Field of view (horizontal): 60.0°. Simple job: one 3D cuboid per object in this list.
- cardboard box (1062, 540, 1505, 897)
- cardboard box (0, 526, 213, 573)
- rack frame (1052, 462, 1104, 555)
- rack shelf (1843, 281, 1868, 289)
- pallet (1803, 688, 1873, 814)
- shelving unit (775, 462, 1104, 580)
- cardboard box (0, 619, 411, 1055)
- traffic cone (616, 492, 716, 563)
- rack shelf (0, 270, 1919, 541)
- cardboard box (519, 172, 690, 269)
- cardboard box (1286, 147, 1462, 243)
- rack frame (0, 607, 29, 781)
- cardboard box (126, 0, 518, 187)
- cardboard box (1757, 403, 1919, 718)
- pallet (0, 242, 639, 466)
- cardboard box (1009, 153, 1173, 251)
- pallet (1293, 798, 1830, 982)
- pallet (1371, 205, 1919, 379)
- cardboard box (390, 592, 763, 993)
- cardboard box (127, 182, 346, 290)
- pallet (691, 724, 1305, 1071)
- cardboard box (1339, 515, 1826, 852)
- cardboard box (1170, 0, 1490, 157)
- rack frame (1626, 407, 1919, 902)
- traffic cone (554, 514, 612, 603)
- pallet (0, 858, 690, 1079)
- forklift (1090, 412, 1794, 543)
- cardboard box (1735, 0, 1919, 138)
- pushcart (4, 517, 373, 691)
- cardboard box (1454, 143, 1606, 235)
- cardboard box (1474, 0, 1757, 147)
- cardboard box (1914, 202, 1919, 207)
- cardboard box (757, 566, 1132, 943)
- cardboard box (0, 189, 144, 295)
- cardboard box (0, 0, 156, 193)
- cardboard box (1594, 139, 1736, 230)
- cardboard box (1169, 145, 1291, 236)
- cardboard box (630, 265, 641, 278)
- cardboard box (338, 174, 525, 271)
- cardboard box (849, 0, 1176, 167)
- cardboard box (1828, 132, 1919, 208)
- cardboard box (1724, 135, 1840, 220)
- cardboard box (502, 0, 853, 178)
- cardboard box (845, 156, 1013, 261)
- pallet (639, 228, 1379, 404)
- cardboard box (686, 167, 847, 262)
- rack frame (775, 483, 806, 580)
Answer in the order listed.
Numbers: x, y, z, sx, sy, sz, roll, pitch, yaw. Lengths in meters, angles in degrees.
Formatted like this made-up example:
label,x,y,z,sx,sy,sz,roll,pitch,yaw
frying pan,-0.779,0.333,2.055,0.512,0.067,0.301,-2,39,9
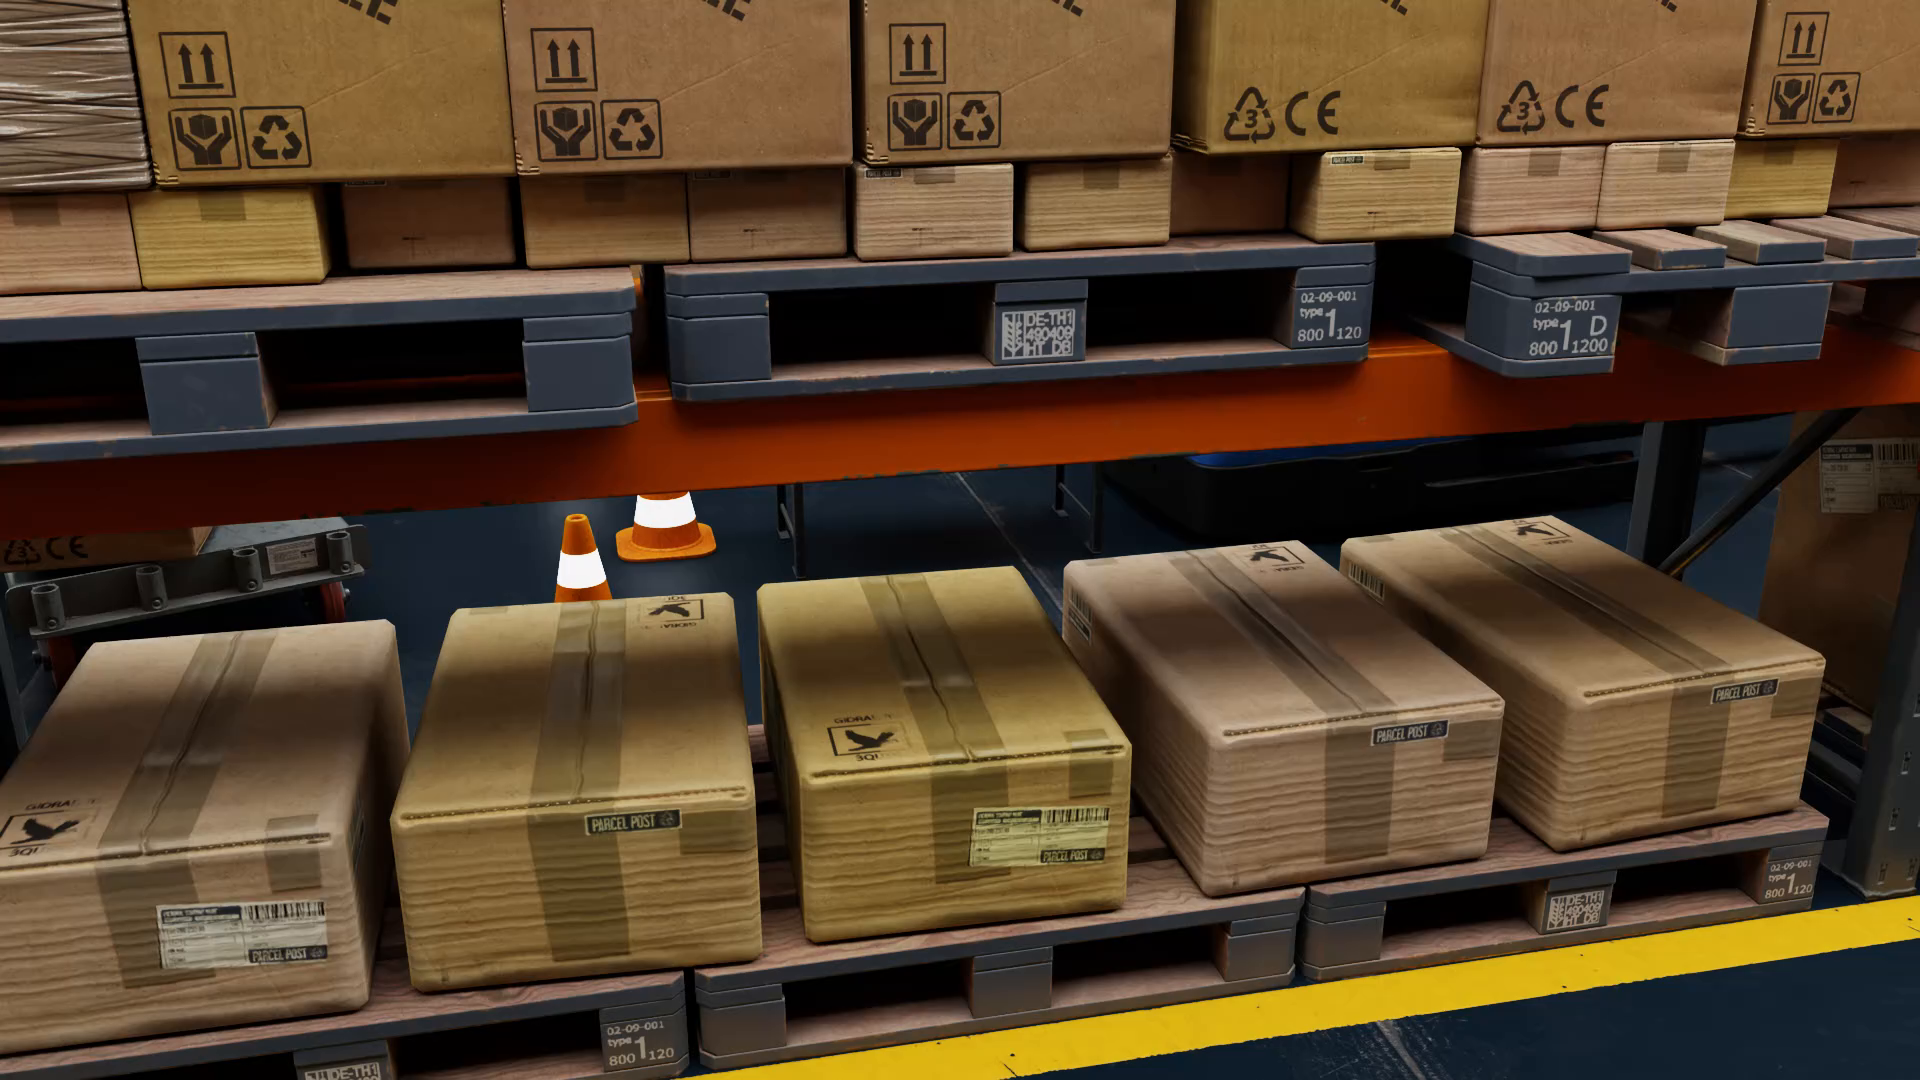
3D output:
label,x,y,z,sx,sy,sz,roll,pitch,yaw
cardboard box,0.666,0.352,3.701,0.625,0.372,0.950,-5,21,-14
cardboard box,-2.398,-0.245,4.657,0.500,0.500,0.500,-5,21,-12
rack frame,0.412,-0.738,5.648,0.032,1.500,0.500,-5,21,-12
rack shelf,3.880,-0.607,4.157,4.000,0.370,1.077,-5,21,-12
pallet,2.719,0.485,4.182,1.213,0.211,1.003,-5,21,-12
shelving unit,-0.083,-0.697,5.538,1.048,1.500,0.538,-5,21,-12
cardboard box,-1.449,0.524,3.232,0.625,0.372,0.950,-4,21,-12
traffic cone,-1.022,-0.203,5.697,0.334,0.463,0.336,-5,21,-12
rack shelf,-0.012,-0.291,3.293,4.000,0.370,1.077,-5,21,-12
cardboard box,-0.585,-0.559,2.733,0.250,0.149,0.380,-4,21,-12
cardboard box,0.678,-0.637,2.948,0.250,0.149,0.380,-4,21,-12
rack frame,-1.959,-0.470,2.737,0.127,3.000,1.000,-5,21,-12
cardboard box,-0.949,-0.835,2.544,0.500,0.500,0.500,-5,21,-12
cardboard box,2.625,-0.013,3.968,0.875,0.875,0.875,-5,21,-13
pallet,-1.181,-0.392,2.802,1.213,0.211,1.003,-5,21,-12
cardboard box,0.179,-0.612,2.879,0.250,0.149,0.380,-5,21,-14
pallet,1.173,0.584,3.913,1.213,0.211,1.003,-5,21,-12
pallet,1.265,-0.605,3.383,1.003,0.211,1.213,-5,21,-12
cardboard box,-0.750,0.466,3.391,0.625,0.372,0.950,-3,20,-9
cardboard box,-1.103,-0.504,2.585,0.250,0.149,0.380,-4,21,-11
pallet,-0.012,0.679,3.653,1.213,0.211,1.003,-5,21,-12
cardboard box,1.382,0.291,3.868,0.625,0.372,0.950,-6,21,-16
cardboard box,0.564,-0.957,2.877,0.500,0.500,0.500,-6,21,-16
rack frame,1.934,-0.787,3.601,0.127,3.000,1.000,-5,21,-12
traffic cone,-1.074,0.154,4.721,0.334,0.463,0.336,-5,21,-12
pallet,-1.201,0.777,3.386,1.213,0.211,1.003,-5,21,-12
forklift,2.052,-1.665,6.099,3.031,2.935,1.130,-7,21,-20
cardboard box,1.556,-1.041,3.108,0.500,0.500,0.500,-5,21,-14
pushcart,-2.532,0.002,5.261,0.936,0.377,1.648,-13,24,-31
cardboard box,0.943,-0.664,3.020,0.250,0.149,0.380,-6,21,-15
cardboard box,1.055,-0.997,2.987,0.500,0.500,0.500,-5,21,-13
cardboard box,2.366,-0.843,3.974,0.500,0.250,0.500,-5,21,-14
cardboard box,-0.074,0.411,3.543,0.625,0.372,0.950,-4,20,-11
cardboard box,-1.348,-0.487,2.539,0.250,0.149,0.380,-4,21,-12
cardboard box,-1.437,-0.795,2.436,0.500,0.500,0.500,-4,21,-11
cardboard box,1.190,-0.681,3.067,0.250,0.149,0.380,-5,21,-13
cardboard box,0.405,-0.659,3.009,0.250,0.149,0.380,-4,21,-12
cardboard box,-1.673,-1.414,7.974,0.750,0.750,1.050,-5,21,-12
cardboard box,-0.845,-0.552,2.716,0.250,0.149,0.380,-3,20,-9
cardboard box,0.033,-0.914,2.760,0.500,0.500,0.500,-6,21,-15
cardboard box,1.669,-0.761,3.286,0.250,0.149,0.380,-4,20,-10
cardboard box,1.425,-0.716,3.162,0.250,0.149,0.380,-4,21,-12
cardboard box,-0.465,-0.869,2.639,0.500,0.500,0.500,-5,21,-13
cardboard box,-0.073,-0.581,2.795,0.250,0.149,0.380,-4,20,-10
pallet,0.017,-0.526,3.169,1.213,0.211,1.003,-5,21,-12
cardboard box,-0.344,-0.577,2.785,0.250,0.149,0.380,-4,21,-12
rack frame,-0.578,-0.657,5.428,0.032,1.500,0.500,-5,21,-12
